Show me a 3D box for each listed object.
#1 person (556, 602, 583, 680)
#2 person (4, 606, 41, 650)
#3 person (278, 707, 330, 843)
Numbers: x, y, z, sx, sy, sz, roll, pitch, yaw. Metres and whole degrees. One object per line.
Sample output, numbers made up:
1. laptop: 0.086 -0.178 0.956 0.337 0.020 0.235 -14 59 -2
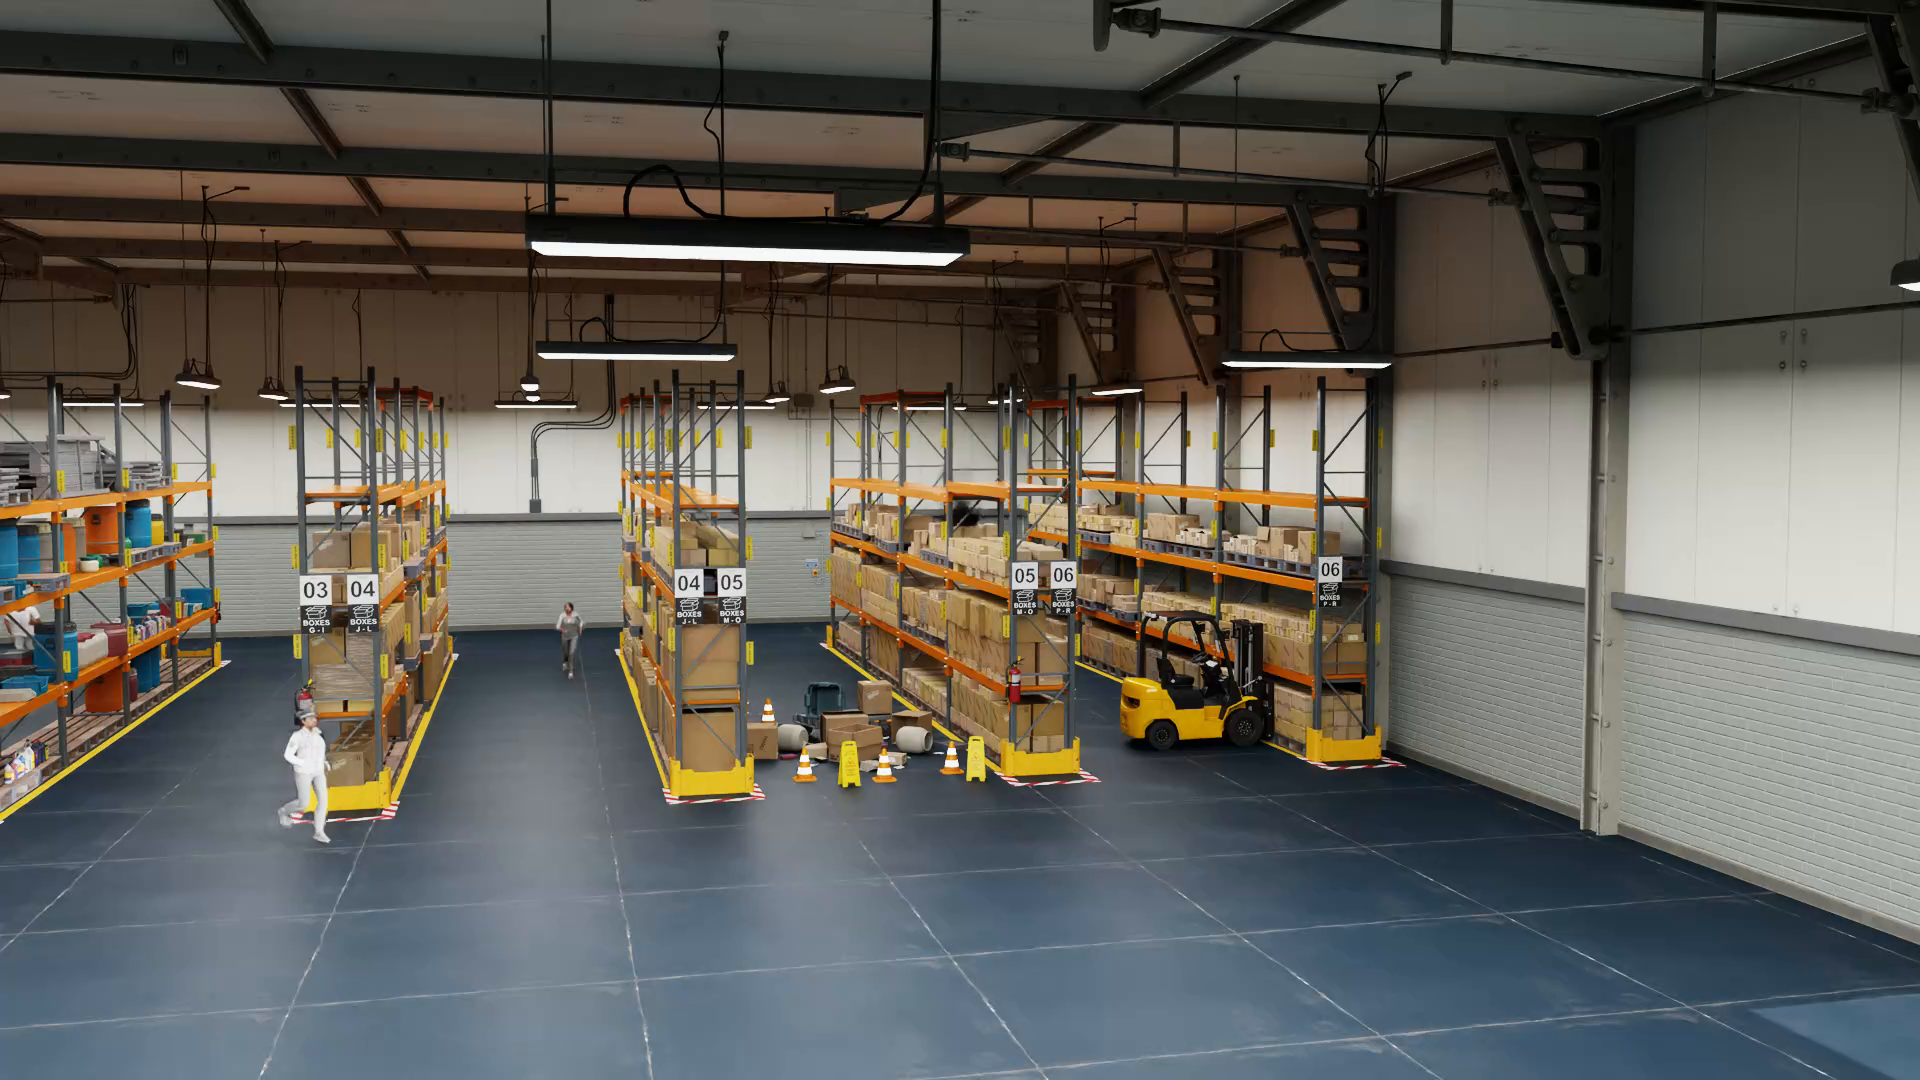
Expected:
1. person: -8.270 2.107 35.256 0.550 1.601 0.871 -1 3 -11
2. person: -19.800 2.049 35.128 0.699 1.819 0.729 -2 4 -25
3. person: -8.189 2.928 20.899 0.861 1.686 0.642 2 4 29
